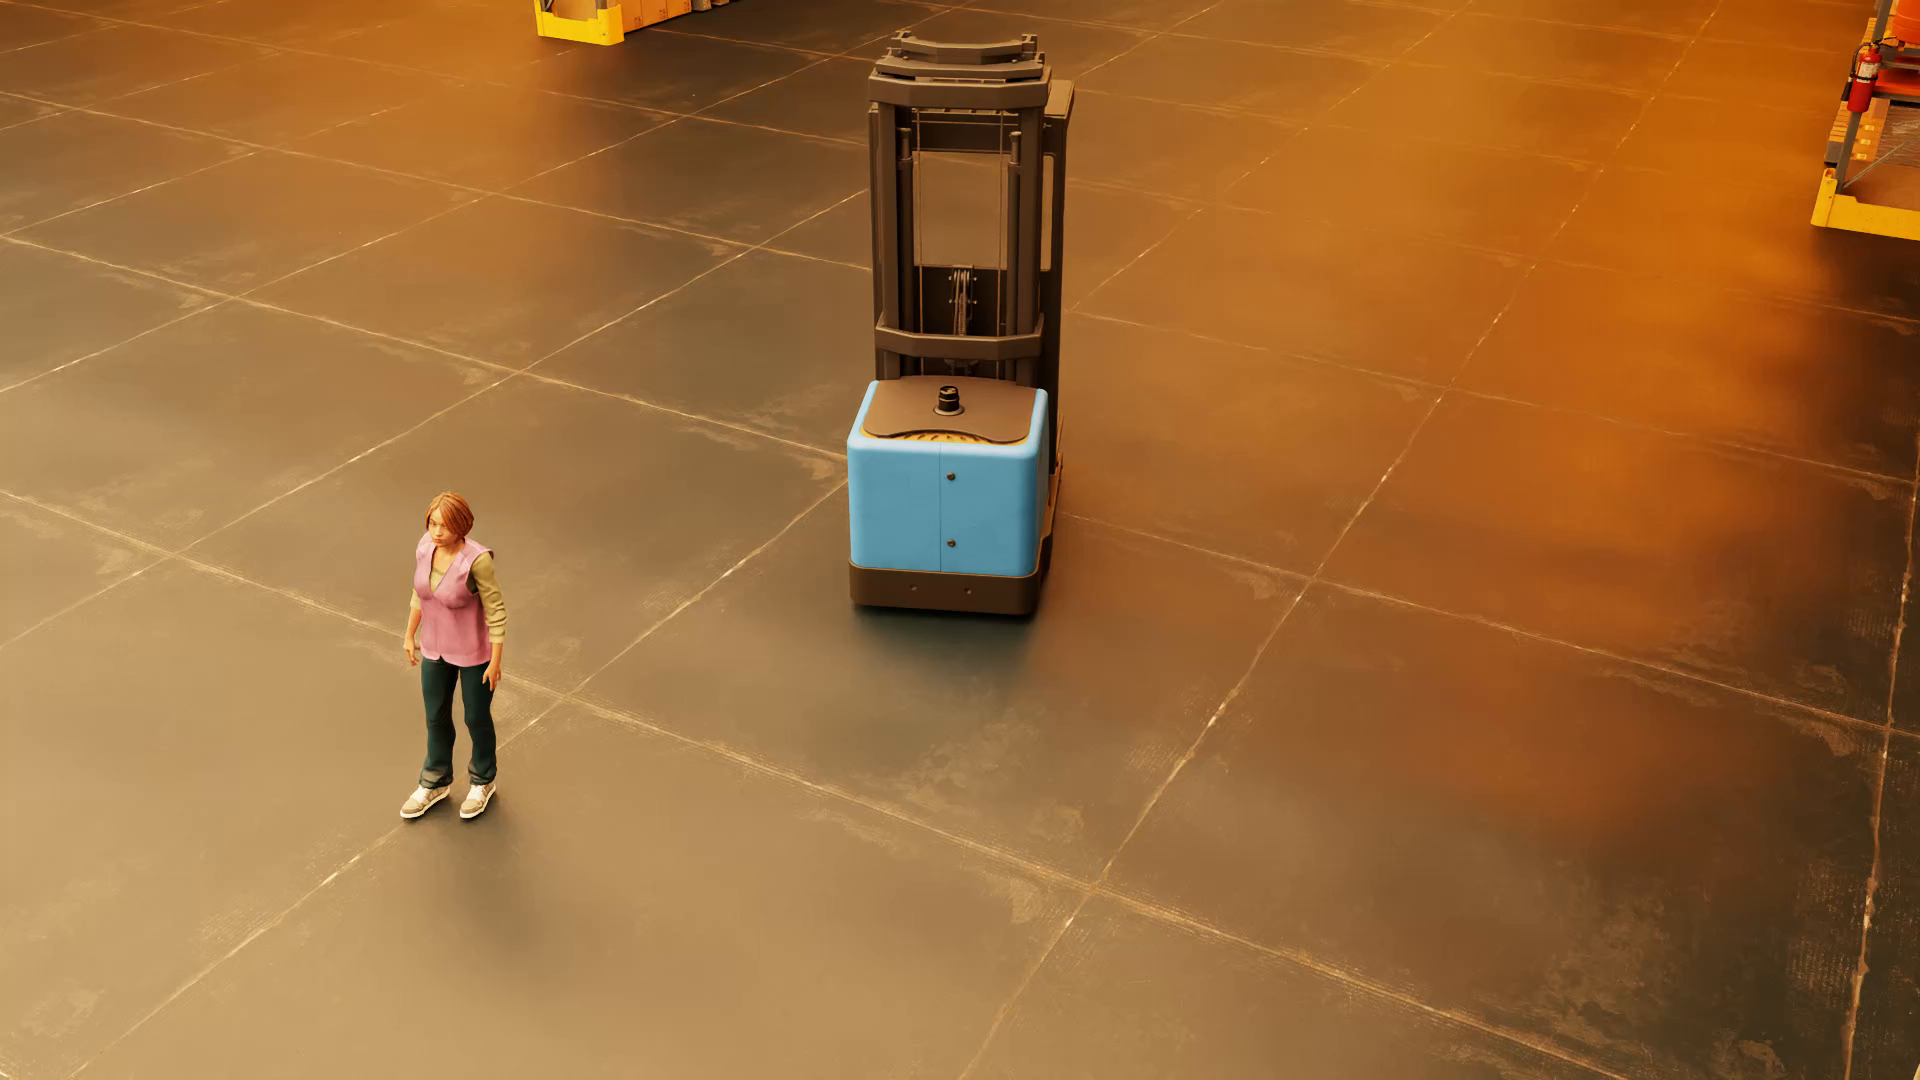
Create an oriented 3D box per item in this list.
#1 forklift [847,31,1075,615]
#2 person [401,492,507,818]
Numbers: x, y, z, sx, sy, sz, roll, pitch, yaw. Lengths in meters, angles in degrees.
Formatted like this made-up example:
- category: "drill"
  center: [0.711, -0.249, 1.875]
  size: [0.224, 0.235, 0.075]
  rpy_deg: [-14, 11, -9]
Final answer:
- category: "forklift"
  center: [0.072, -1.572, 9.794]
  size: [1.130, 2.935, 3.031]
  rpy_deg: [3, 30, 6]
- category: "person"
  center: [-2.294, 0.543, 7.449]
  size: [0.520, 1.596, 0.475]
  rpy_deg: [11, 32, 18]
